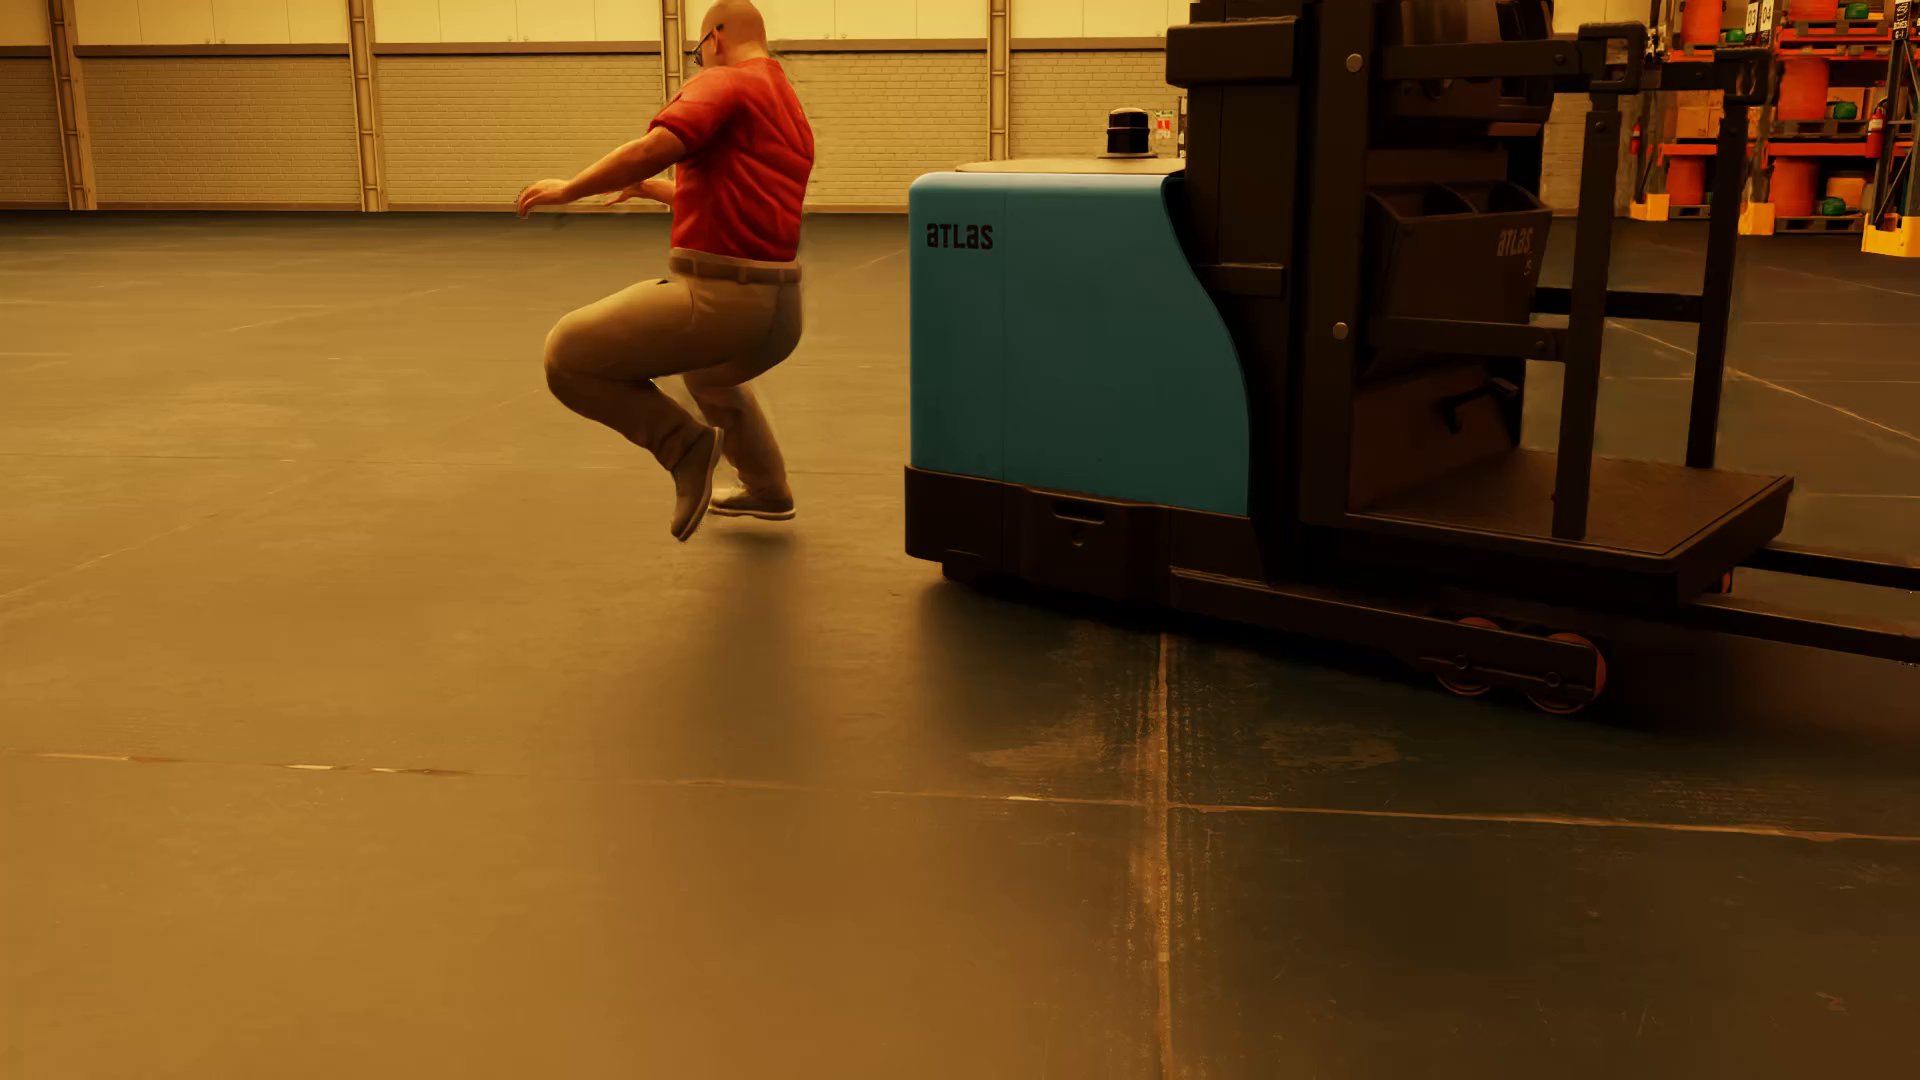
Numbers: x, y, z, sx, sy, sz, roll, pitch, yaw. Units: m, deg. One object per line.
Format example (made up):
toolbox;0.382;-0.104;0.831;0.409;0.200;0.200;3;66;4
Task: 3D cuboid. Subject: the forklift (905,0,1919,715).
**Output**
forklift;1.327;-1.205;3.664;3.031;2.935;1.130;10;16;37

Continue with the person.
person;-0.795;-0.718;4.569;0.798;1.477;0.883;6;15;25
